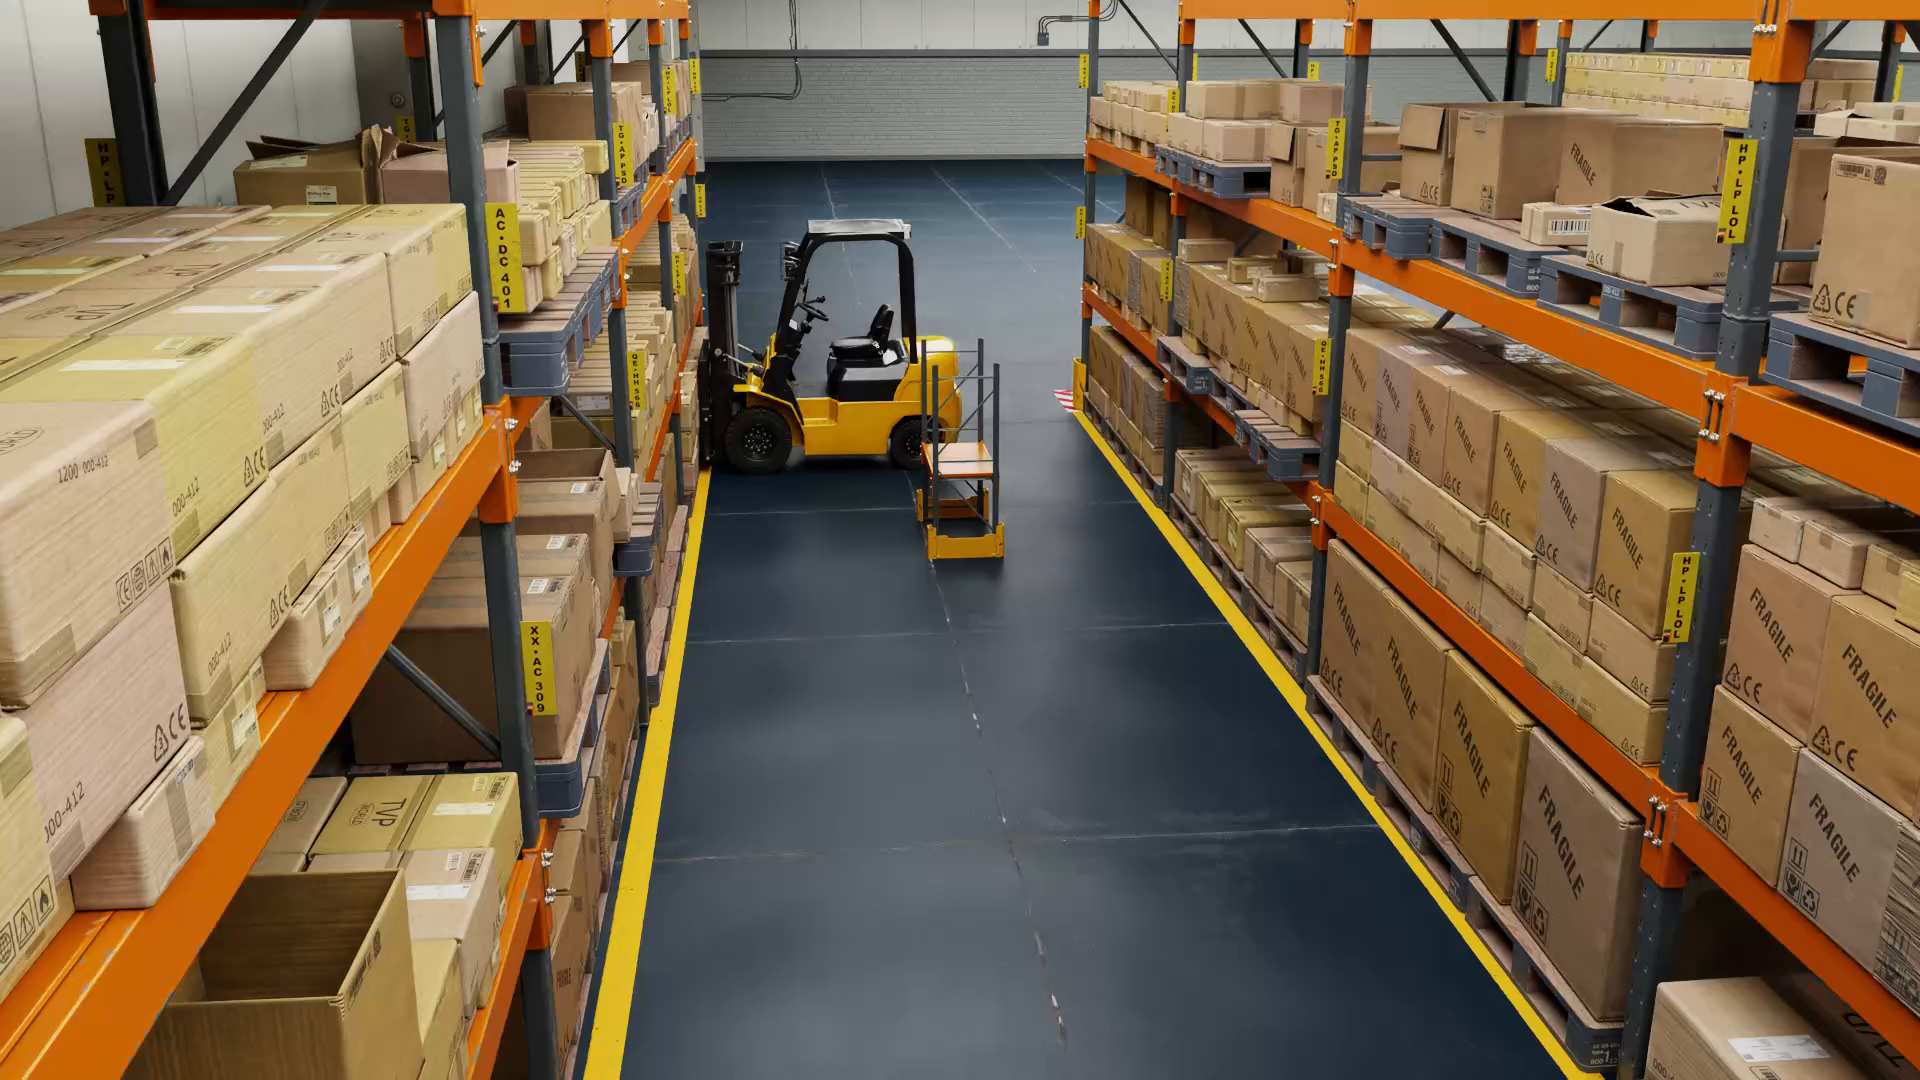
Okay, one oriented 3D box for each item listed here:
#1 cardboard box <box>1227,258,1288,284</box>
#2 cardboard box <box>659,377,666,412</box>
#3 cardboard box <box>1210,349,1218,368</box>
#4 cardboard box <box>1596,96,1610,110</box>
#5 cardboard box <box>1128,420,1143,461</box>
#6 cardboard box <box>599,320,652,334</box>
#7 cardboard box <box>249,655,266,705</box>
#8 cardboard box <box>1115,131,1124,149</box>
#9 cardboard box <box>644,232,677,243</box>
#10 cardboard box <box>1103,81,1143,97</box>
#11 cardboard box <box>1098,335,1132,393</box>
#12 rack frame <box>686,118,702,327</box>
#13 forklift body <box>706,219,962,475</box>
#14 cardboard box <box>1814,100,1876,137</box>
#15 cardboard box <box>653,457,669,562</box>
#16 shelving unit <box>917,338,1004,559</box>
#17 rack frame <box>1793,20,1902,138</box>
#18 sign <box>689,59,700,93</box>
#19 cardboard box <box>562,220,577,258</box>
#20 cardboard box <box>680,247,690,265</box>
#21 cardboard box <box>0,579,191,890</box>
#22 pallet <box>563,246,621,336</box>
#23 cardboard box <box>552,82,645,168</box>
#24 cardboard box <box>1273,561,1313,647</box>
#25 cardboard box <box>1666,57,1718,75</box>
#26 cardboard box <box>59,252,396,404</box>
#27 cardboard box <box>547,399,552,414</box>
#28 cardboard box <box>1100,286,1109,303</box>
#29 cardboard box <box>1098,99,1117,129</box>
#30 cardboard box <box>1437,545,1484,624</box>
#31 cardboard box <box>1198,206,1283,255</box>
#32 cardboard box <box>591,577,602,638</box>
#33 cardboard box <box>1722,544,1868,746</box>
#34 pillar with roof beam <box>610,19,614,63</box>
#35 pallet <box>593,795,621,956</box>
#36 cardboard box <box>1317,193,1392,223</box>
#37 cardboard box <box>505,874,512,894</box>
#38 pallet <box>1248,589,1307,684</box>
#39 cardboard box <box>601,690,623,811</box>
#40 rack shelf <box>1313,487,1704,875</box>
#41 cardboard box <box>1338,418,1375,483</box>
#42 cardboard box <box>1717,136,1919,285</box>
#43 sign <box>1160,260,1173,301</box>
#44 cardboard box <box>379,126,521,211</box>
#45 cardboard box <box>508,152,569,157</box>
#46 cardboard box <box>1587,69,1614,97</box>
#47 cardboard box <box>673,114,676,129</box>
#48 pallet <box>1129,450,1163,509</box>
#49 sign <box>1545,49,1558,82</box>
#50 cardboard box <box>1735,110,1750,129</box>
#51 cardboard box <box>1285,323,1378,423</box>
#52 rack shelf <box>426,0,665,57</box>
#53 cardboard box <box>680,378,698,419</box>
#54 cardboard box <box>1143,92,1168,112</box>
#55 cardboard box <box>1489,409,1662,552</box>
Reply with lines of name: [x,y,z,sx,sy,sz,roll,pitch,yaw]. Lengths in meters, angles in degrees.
cardboard box: [2.113,-1.917,11.827,0.380,0.149,0.250,-1,17,-3]
cardboard box: [-2.344,-1.022,11.676,0.500,0.250,0.500,-2,18,-5]
cardboard box: [2.052,-1.360,12.220,0.380,0.149,0.250,-2,17,-5]
cardboard box: [6.498,-4.285,16.361,0.380,0.149,0.250,-2,18,-5]
cardboard box: [1.809,-0.904,14.937,0.500,0.250,0.500,-2,18,-7]
cardboard box: [-2.317,-1.417,11.432,0.380,0.149,0.250,-2,18,-5]
cardboard box: [-1.406,0.246,2.797,0.380,0.149,0.250,-2,18,-6]
cardboard box: [1.638,-3.698,15.360,0.380,0.149,0.250,-2,17,-5]
cardboard box: [-2.737,-2.668,14.922,0.380,0.149,0.250,-2,17,-5]
cardboard box: [1.623,-4.460,16.456,0.380,0.149,0.250,-2,18,-6]
cardboard box: [1.659,-1.715,16.270,0.500,0.500,0.500,-2,18,-8]
rack frame: [-3.147,-2.726,16.853,1.000,3.000,0.127,-2,18,-6]
forklift body: [-1.137,-1.813,15.360,2.313,2.155,1.214,-2,18,-6]
cardboard box: [6.929,-3.299,13.027,0.258,0.266,0.396,-2,18,-7]
cardboard box: [-2.597,-0.215,12.118,0.875,0.625,0.625,-2,18,-6]
shelving unit: [-0.008,-0.738,13.025,0.587,1.500,1.083,-2,18,-6]
rack frame: [7.115,-4.734,13.233,1.000,3.000,0.127,-2,18,-6]
sign: [-2.606,-4.555,16.323,0.100,0.325,0.005,-2,18,-6]
cardboard box: [-1.652,-1.116,6.267,0.380,0.149,0.250,-2,18,-6]
cardboard box: [-2.676,-2.607,15.224,0.380,0.149,0.250,-2,18,-5]
cardboard box: [-1.344,0.248,2.126,0.500,0.250,0.500,-1,17,-5]
pallet: [-2.017,-0.998,6.653,1.213,0.211,1.003,-2,18,-6]
cardboard box: [-2.259,-2.596,10.396,0.500,0.500,0.500,-1,17,-4]
cardboard box: [2.566,0.388,10.621,0.950,0.372,0.625,-3,18,-9]
cardboard box: [6.631,-4.287,15.036,0.380,0.149,0.250,-2,18,-6]
cardboard box: [-1.513,-0.446,3.501,0.500,0.250,0.500,-1,17,-5]
cardboard box: [-2.645,-0.635,9.607,0.500,0.250,0.500,-1,17,-4]
cardboard box: [1.586,-2.420,16.296,0.380,0.149,0.250,-2,17,-5]
cardboard box: [1.619,-4.074,15.891,0.500,0.250,0.500,-2,18,-6]
cardboard box: [2.588,0.184,7.834,0.500,0.250,0.500,-2,18,-6]
cardboard box: [2.373,-2.493,13.778,0.700,0.500,0.500,-2,18,-6]
cardboard box: [-1.671,0.287,6.778,0.396,0.266,0.258,-1,17,-3]
cardboard box: [2.836,0.319,5.316,0.500,0.500,0.500,-2,18,-5]
pillar with roof beam: [-0.309,-7.274,21.322,9.100,9.000,0.400,-2,18,-6]
pallet: [-2.160,1.574,7.811,1.003,0.211,1.213,-2,18,-6]
cardboard box: [2.340,-1.970,9.854,0.380,0.149,0.250,-2,18,-6]
cardboard box: [-1.625,1.056,5.225,0.380,0.149,0.250,-2,17,-5]
pallet: [2.536,0.600,10.912,1.003,0.211,1.213,-2,18,-6]
cardboard box: [-1.967,1.074,8.220,0.500,0.500,0.500,-1,17,-3]
rack shelf: [2.821,0.442,7.962,1.077,0.370,4.000,-2,18,-6]
cardboard box: [2.421,-0.505,9.195,0.500,0.250,0.500,-2,18,-6]
cardboard box: [3.225,-1.256,6.294,0.500,0.500,0.500,-2,18,-7]
sign: [1.663,-2.083,13.358,0.100,0.325,0.005,-2,18,-6]
cardboard box: [-1.593,-1.150,5.189,0.396,0.266,0.258,-2,18,-6]
cardboard box: [-2.008,-1.705,7.679,0.380,0.149,0.250,-2,18,-6]
cardboard box: [6.551,-4.510,16.413,0.500,0.250,0.500,-2,18,-6]
cardboard box: [-2.558,-3.466,13.752,0.380,0.149,0.250,-1,17,-4]
pallet: [2.098,-0.557,14.600,1.003,0.211,1.213,-2,18,-6]
sign: [6.150,-4.934,17.287,0.100,0.325,0.005,-2,18,-6]
cardboard box: [6.760,-3.530,13.956,0.380,0.149,0.250,-2,18,-6]
cardboard box: [2.291,-1.014,10.034,0.500,0.500,0.500,-2,18,-7]
rack shelf: [-2.528,-3.267,10.428,1.077,0.370,4.000,-2,18,-6]
cardboard box: [-2.515,-1.206,14.232,0.500,0.250,0.500,-2,18,-6]
cardboard box: [1.754,-3.697,14.025,0.380,0.149,0.250,-1,17,-4]
cardboard box: [2.638,-0.261,7.165,0.500,0.500,0.500,-1,17,-4]
